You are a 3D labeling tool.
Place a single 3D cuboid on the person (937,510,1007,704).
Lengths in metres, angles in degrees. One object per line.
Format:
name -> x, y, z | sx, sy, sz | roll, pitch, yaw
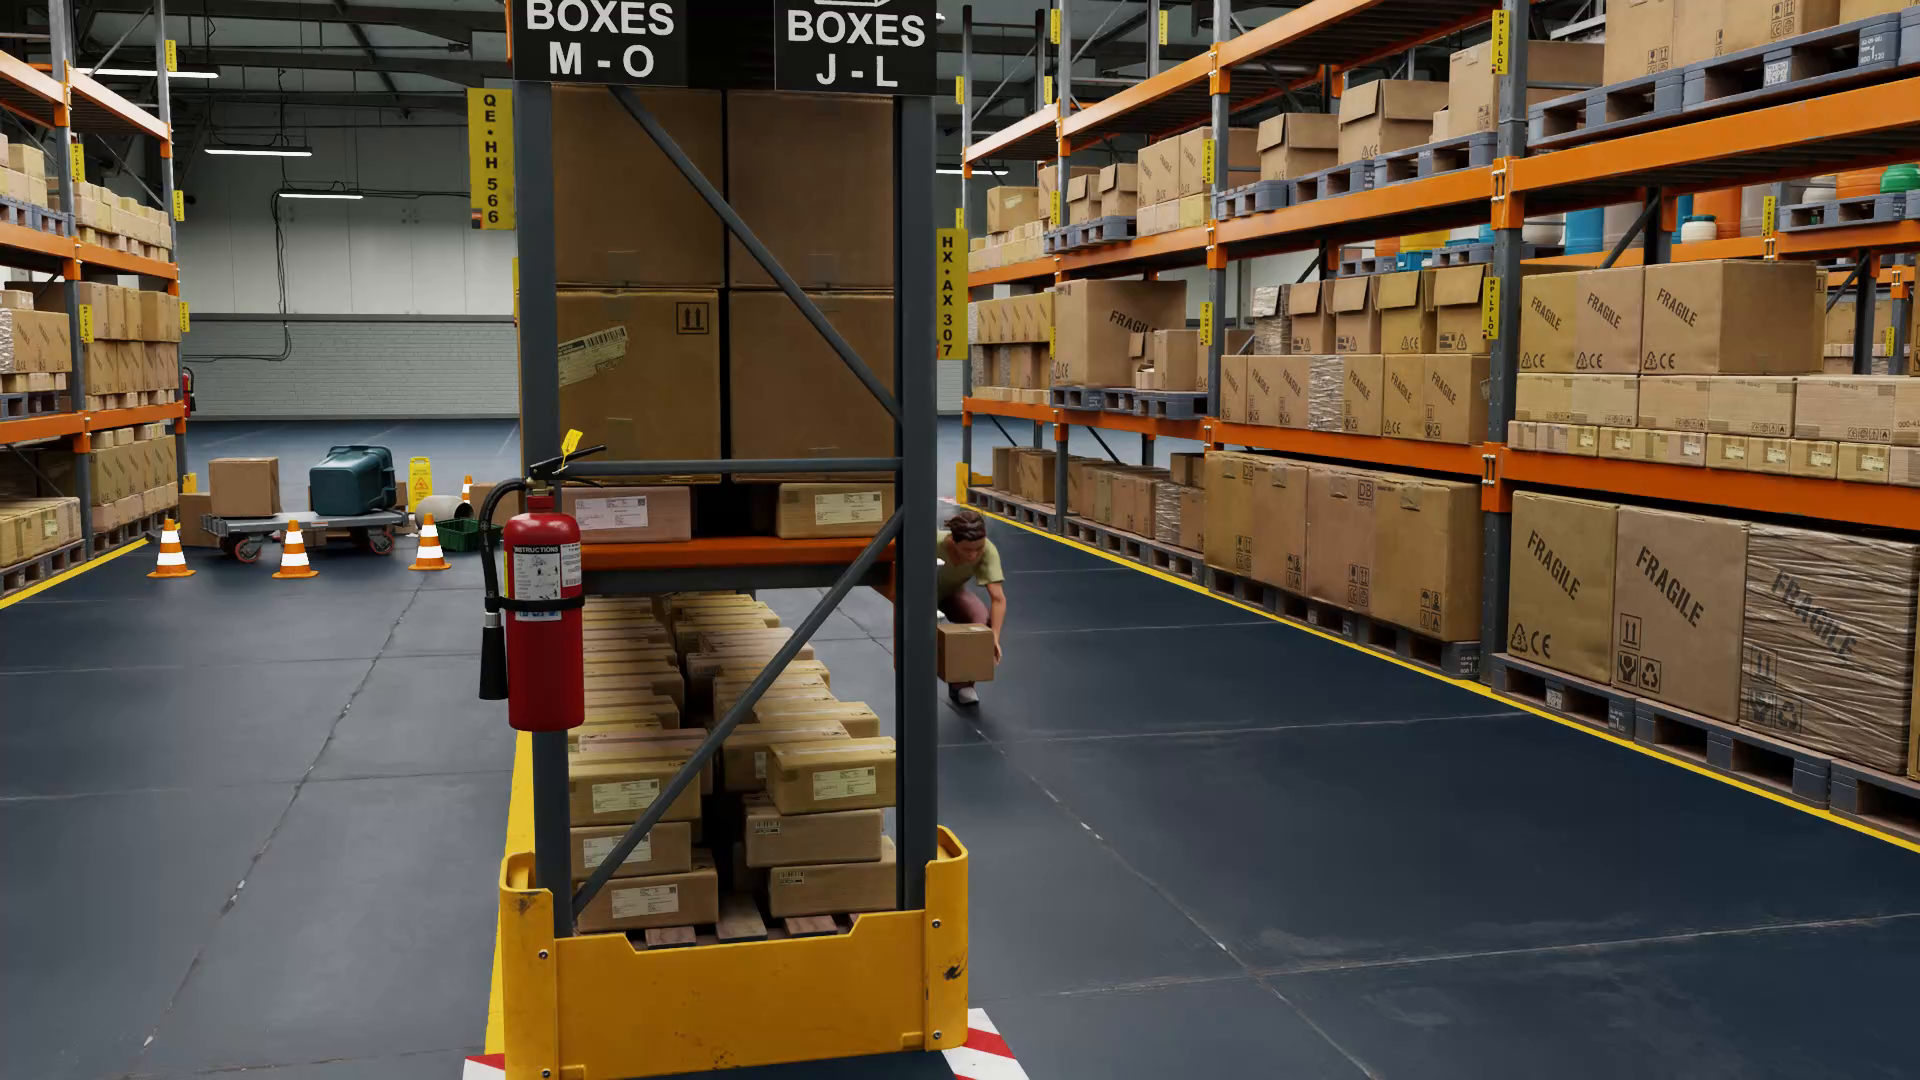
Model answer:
person -> -0.044, 0.334, 8.582 | 0.497, 1.028, 0.763 | -2, 6, -14
